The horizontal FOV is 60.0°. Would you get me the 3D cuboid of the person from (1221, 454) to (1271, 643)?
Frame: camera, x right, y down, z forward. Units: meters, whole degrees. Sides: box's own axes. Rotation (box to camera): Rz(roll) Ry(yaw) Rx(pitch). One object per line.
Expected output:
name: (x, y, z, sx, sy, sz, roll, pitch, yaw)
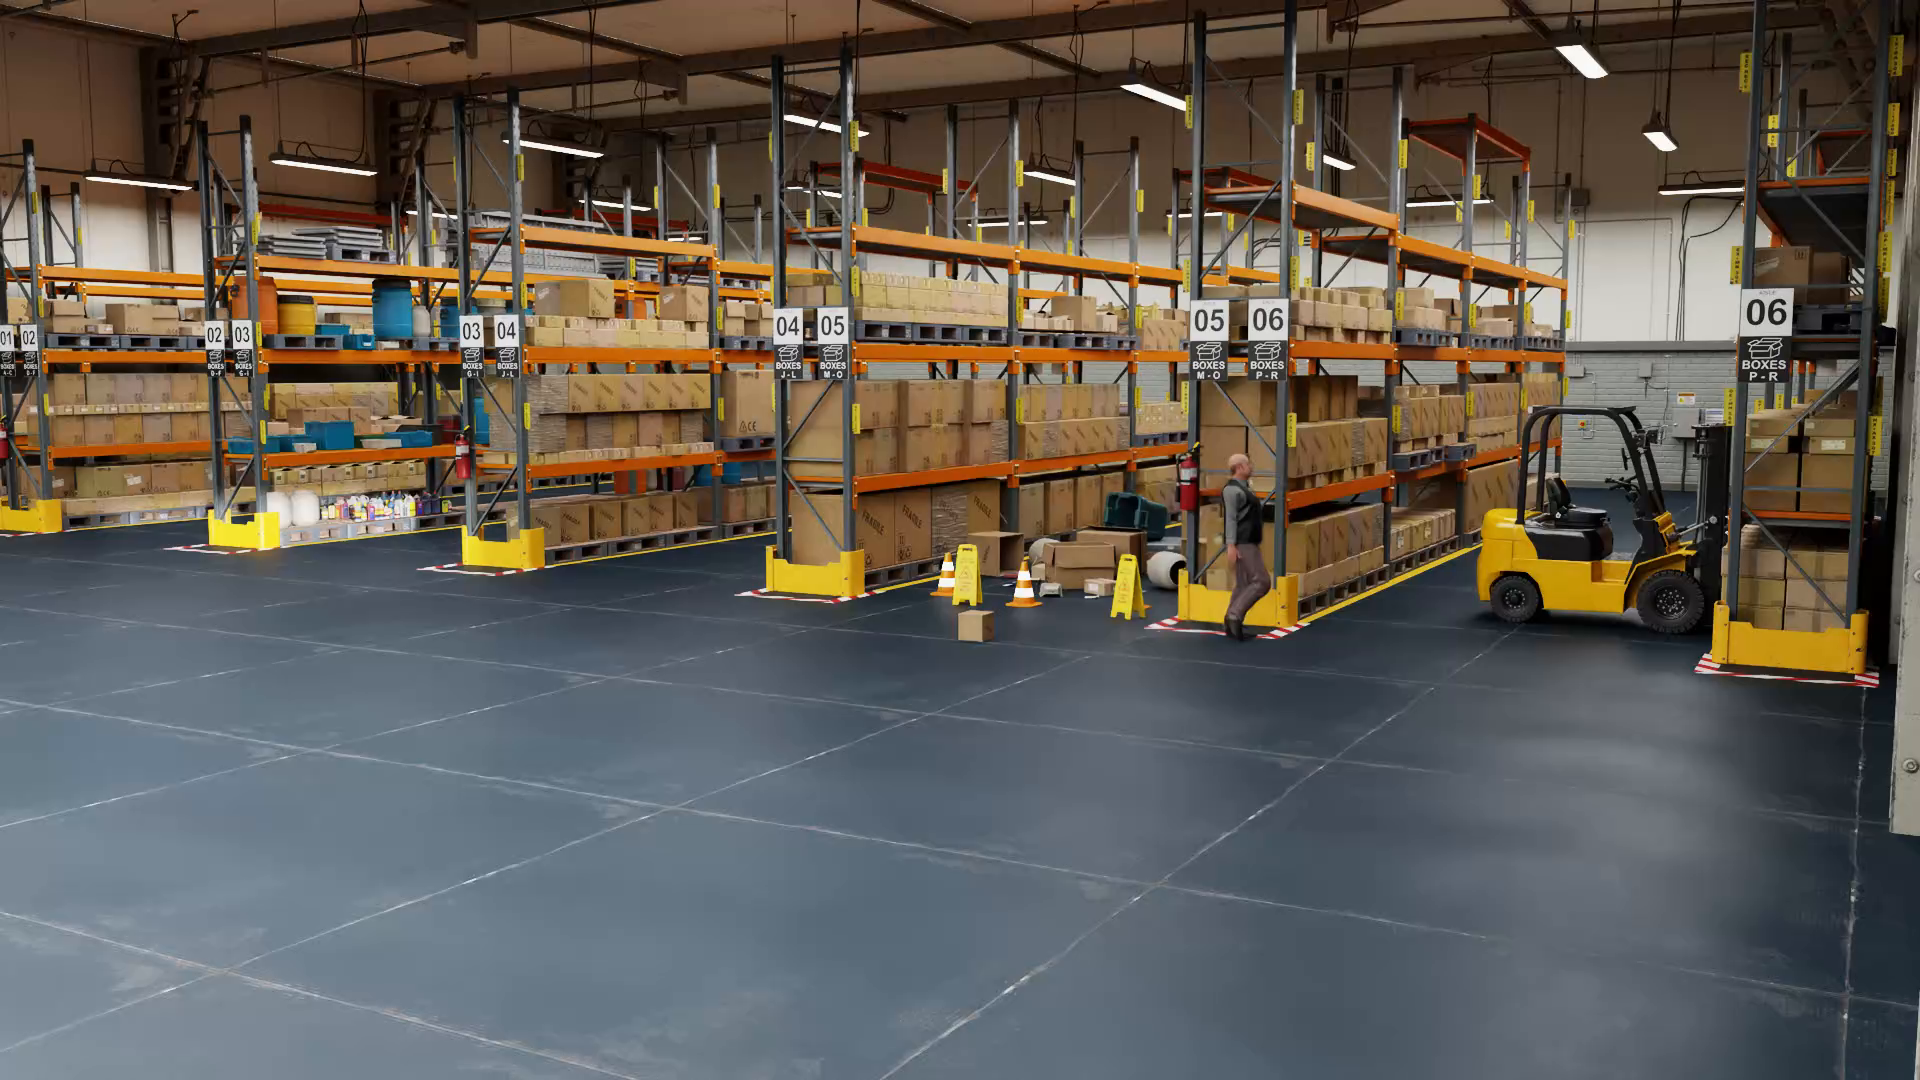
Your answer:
person: (2.670, 0.068, 15.399, 0.474, 1.731, 0.560, 2, 6, 19)
